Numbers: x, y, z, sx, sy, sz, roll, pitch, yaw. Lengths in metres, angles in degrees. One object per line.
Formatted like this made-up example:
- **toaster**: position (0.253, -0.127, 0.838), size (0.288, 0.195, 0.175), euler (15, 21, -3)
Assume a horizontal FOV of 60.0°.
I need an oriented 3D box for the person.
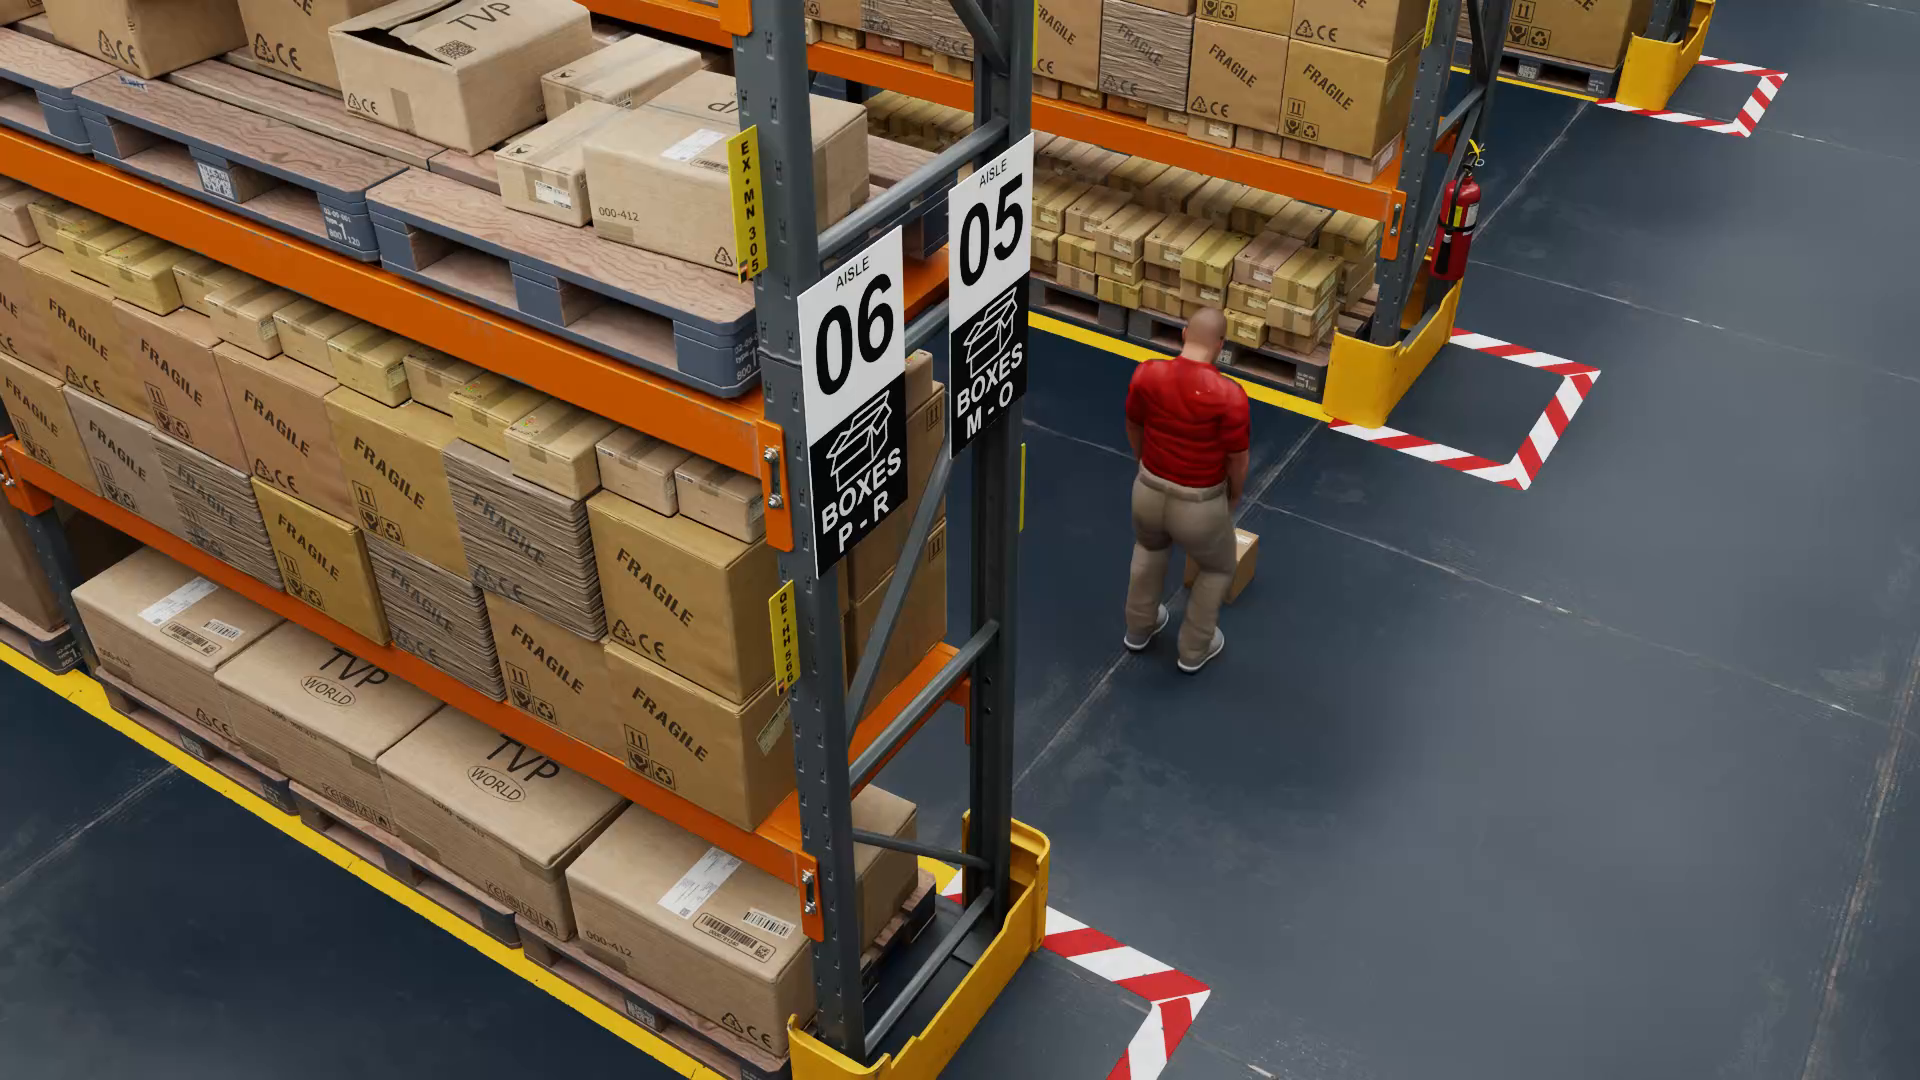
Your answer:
- **person**: position (0.925, -0.195, 7.003), size (0.561, 1.666, 0.442), euler (23, 43, 26)
